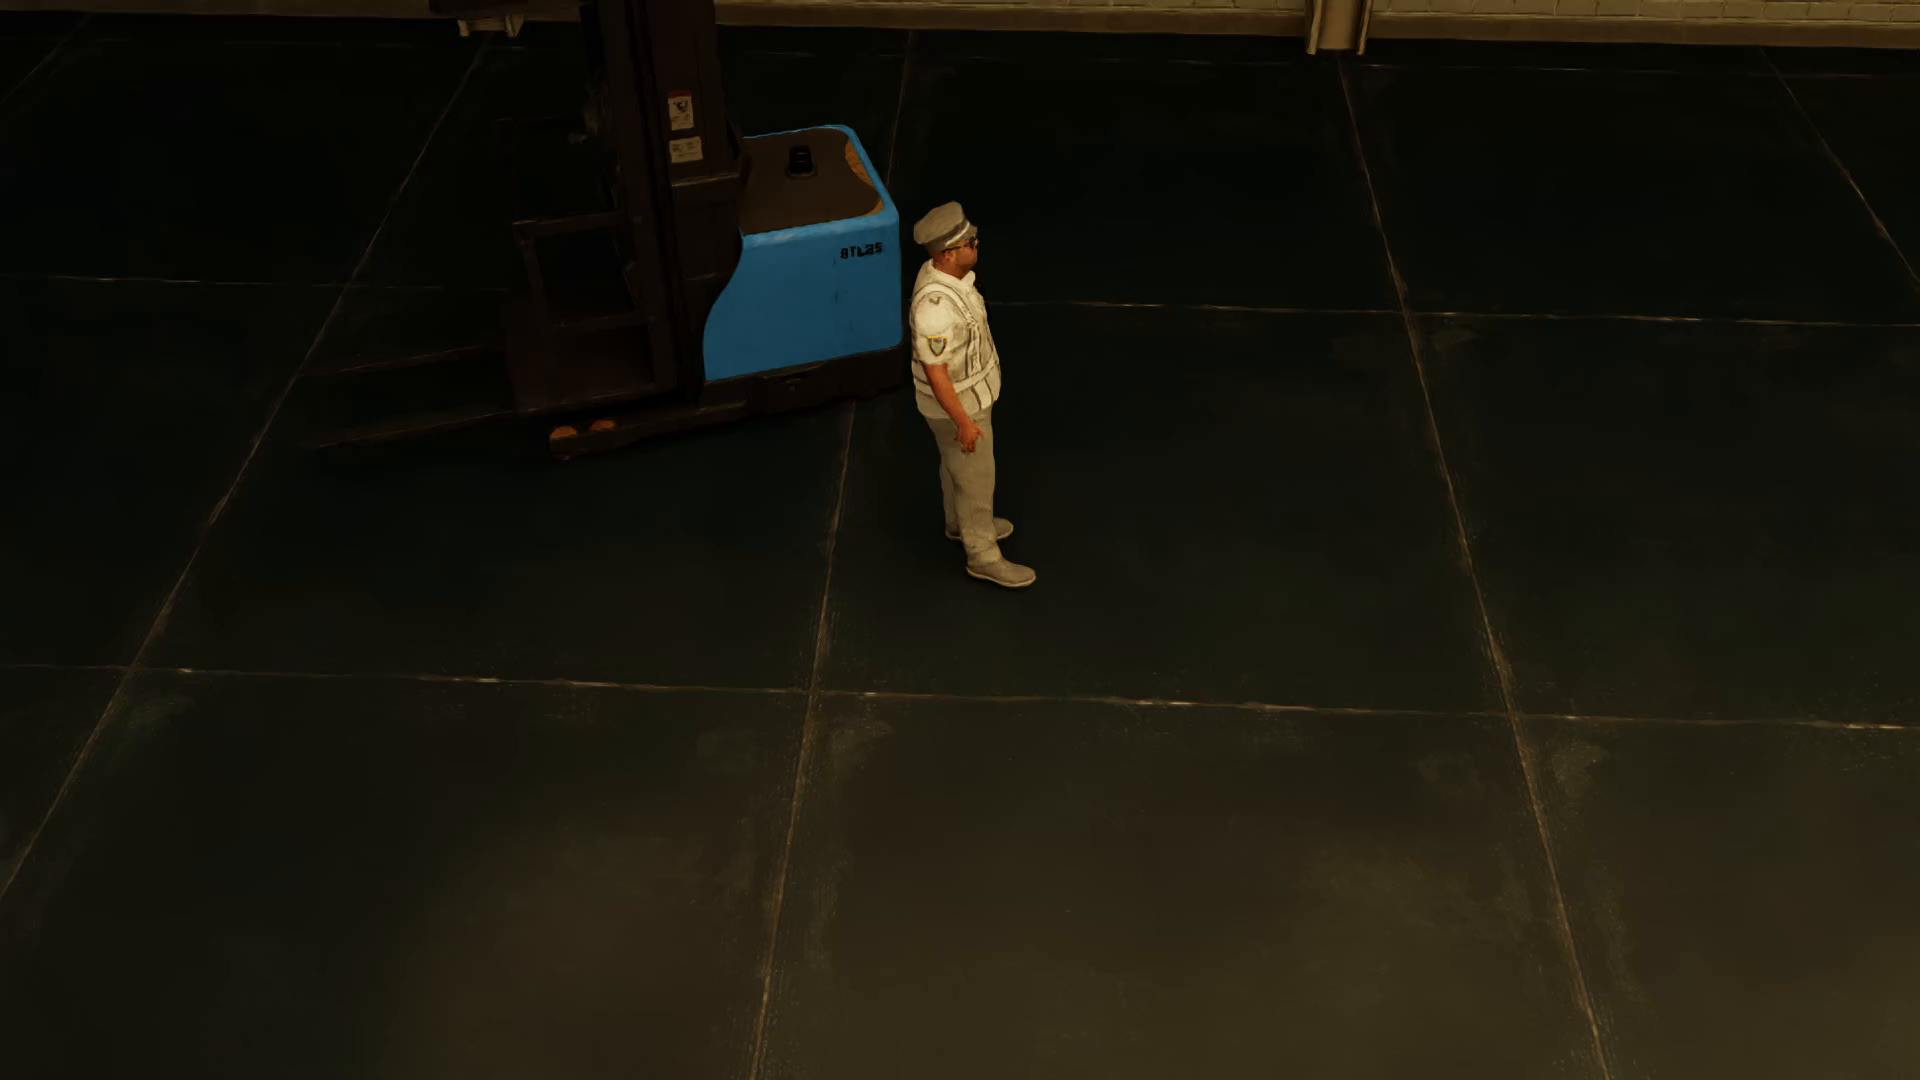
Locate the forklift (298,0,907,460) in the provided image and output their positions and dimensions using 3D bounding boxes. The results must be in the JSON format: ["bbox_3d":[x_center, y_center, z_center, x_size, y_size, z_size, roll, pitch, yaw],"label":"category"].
[{"bbox_3d":[-1.856,-1.885,7.807,3.031,2.935,1.130,-12,44,-13],"label":"forklift"}]

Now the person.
[{"bbox_3d":[0.077,-0.652,7.300,0.574,1.778,0.640,2,42,2],"label":"person"}]
